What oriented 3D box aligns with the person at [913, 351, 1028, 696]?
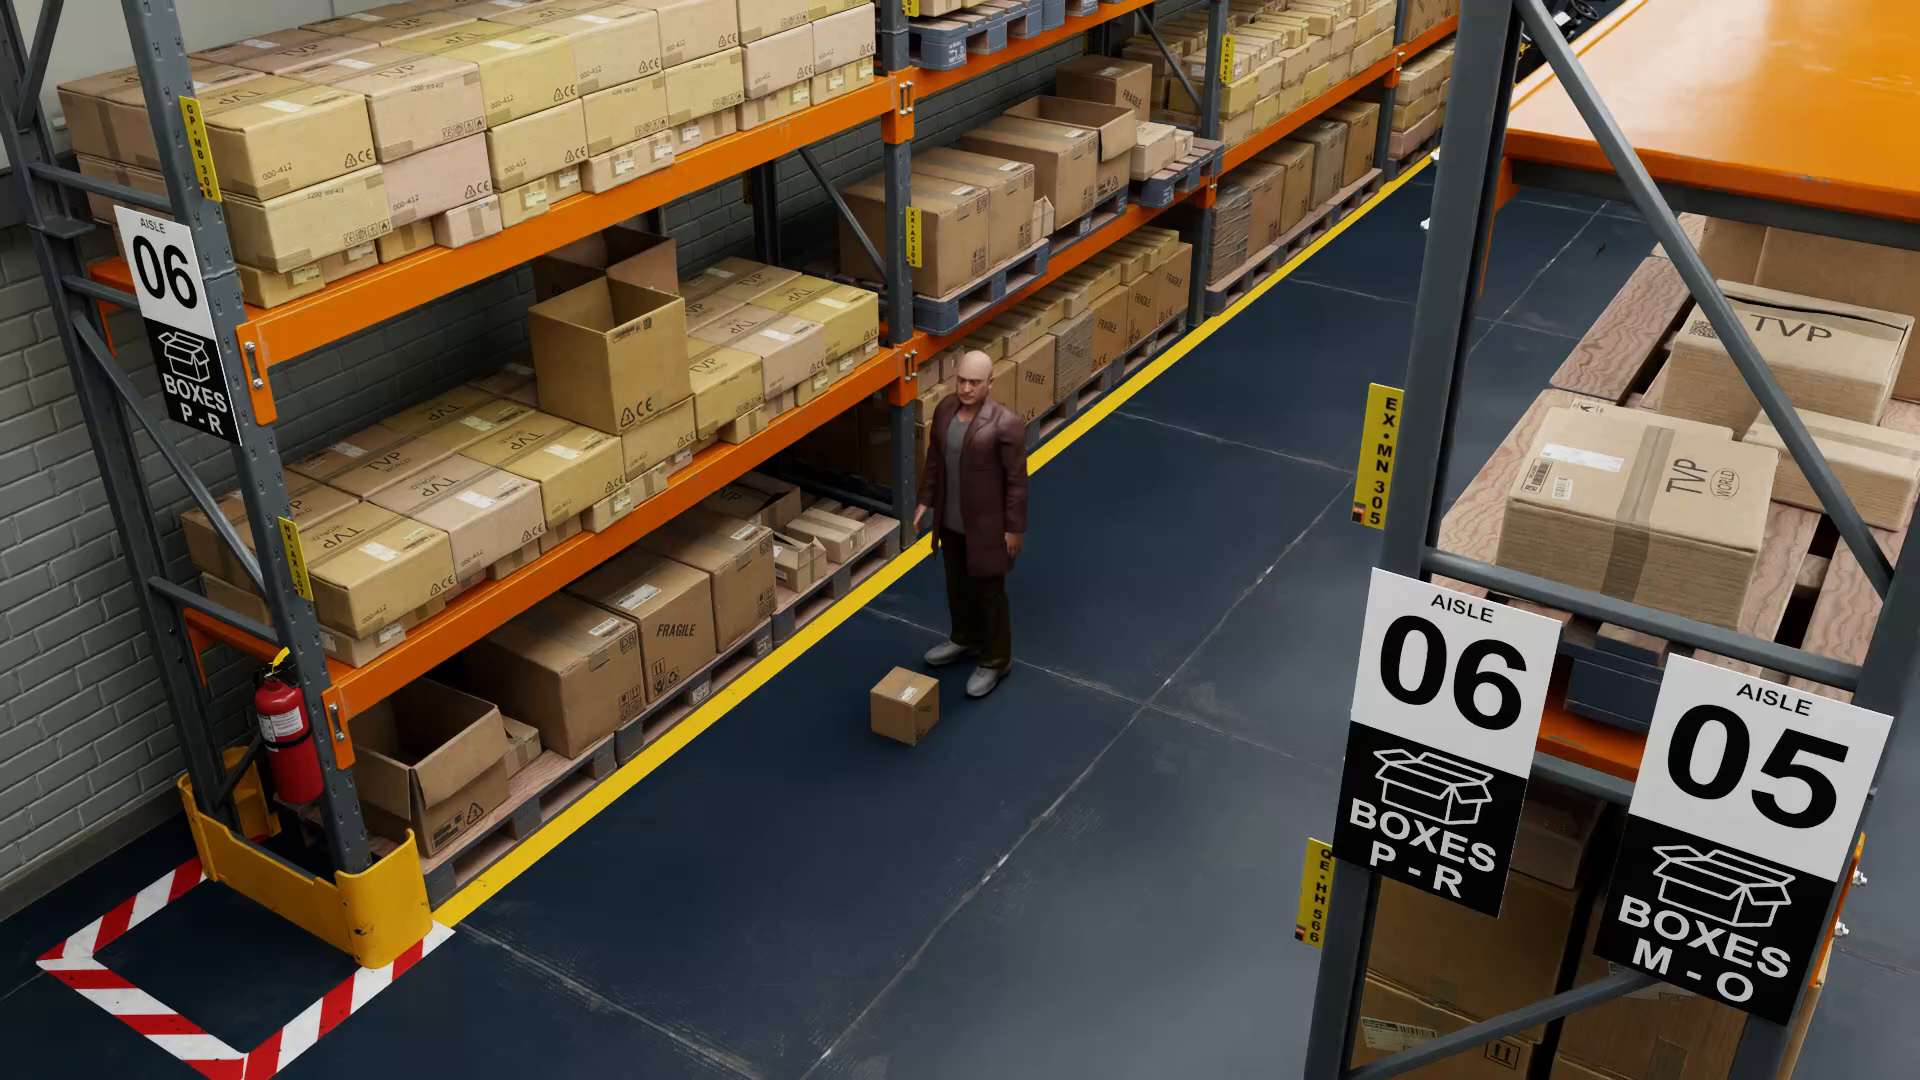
[{"bbox_3d":[0.033,-0.100,8.342,0.653,1.786,0.410,25,38,36],"label":"person"}]
